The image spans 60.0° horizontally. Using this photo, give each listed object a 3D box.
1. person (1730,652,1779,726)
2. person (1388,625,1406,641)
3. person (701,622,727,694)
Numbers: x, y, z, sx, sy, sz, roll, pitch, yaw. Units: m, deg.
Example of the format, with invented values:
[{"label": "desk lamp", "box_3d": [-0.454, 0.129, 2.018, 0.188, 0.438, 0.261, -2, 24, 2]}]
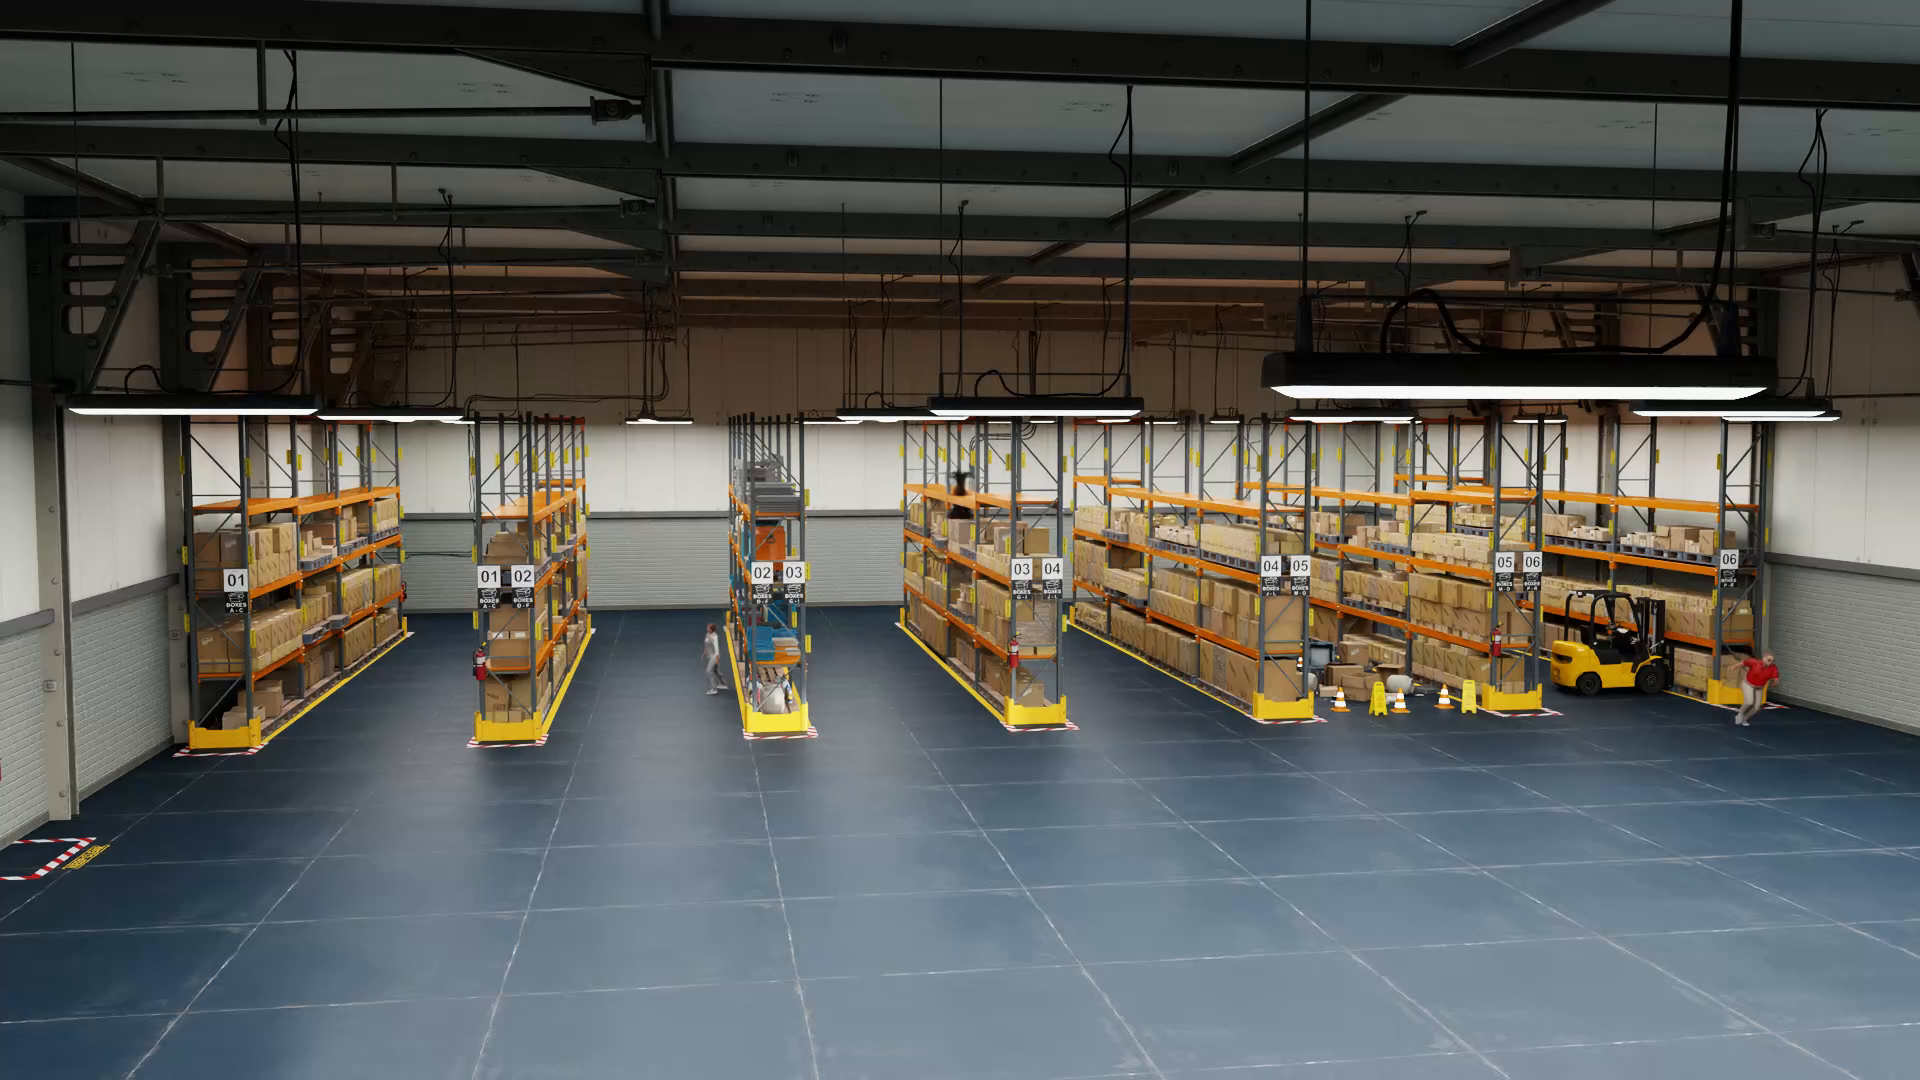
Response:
[{"label": "person", "box_3d": [15.101, 2.828, 31.499, 0.639, 1.486, 1.040, 0, 4, 0]}, {"label": "person", "box_3d": [11.514, 1.903, 43.614, 0.656, 1.729, 0.796, -2, 4, -23]}, {"label": "person", "box_3d": [-5.278, 2.513, 35.887, 0.619, 1.530, 0.691, -2, 4, -27]}]
